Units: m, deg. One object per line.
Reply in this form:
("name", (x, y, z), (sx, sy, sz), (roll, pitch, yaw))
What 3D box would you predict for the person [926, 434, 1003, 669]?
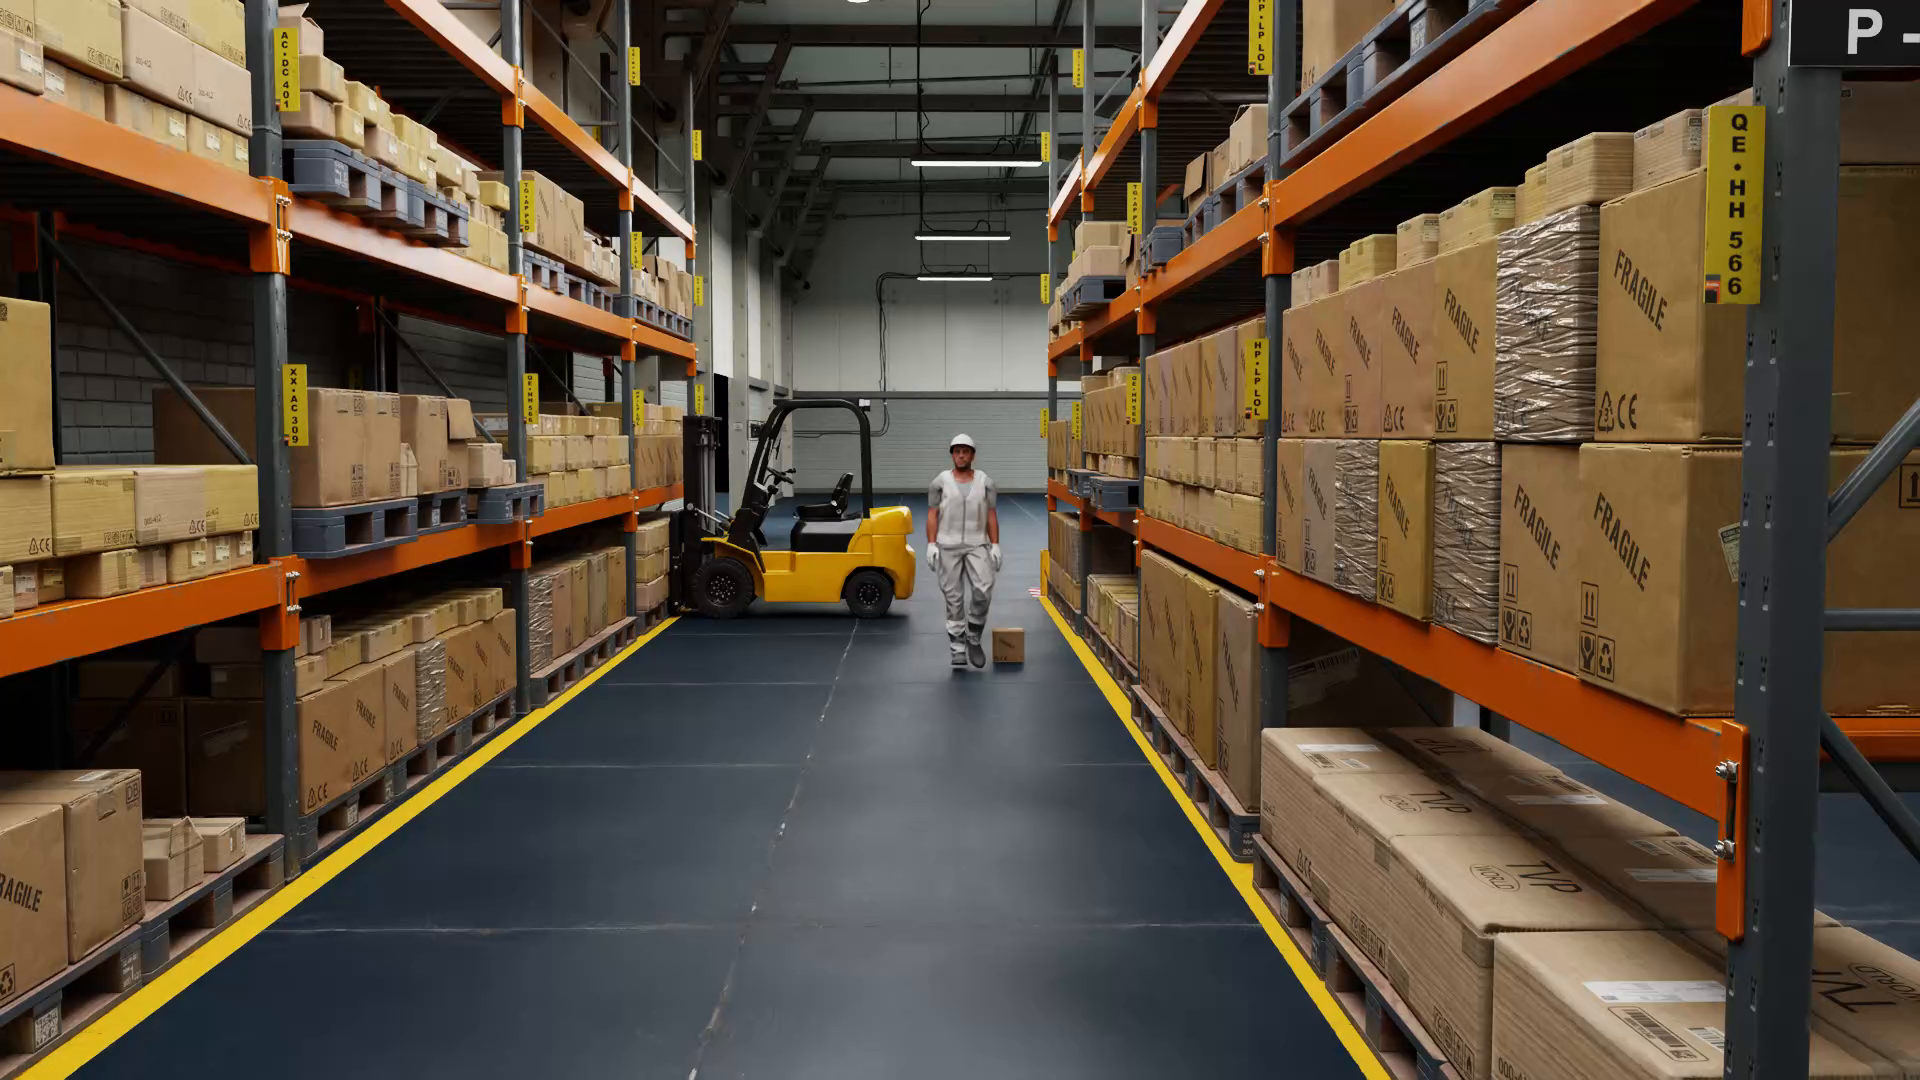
("person", (0.036, 0.090, 12.756), (0.594, 1.804, 0.467), (0, 4, -1))
